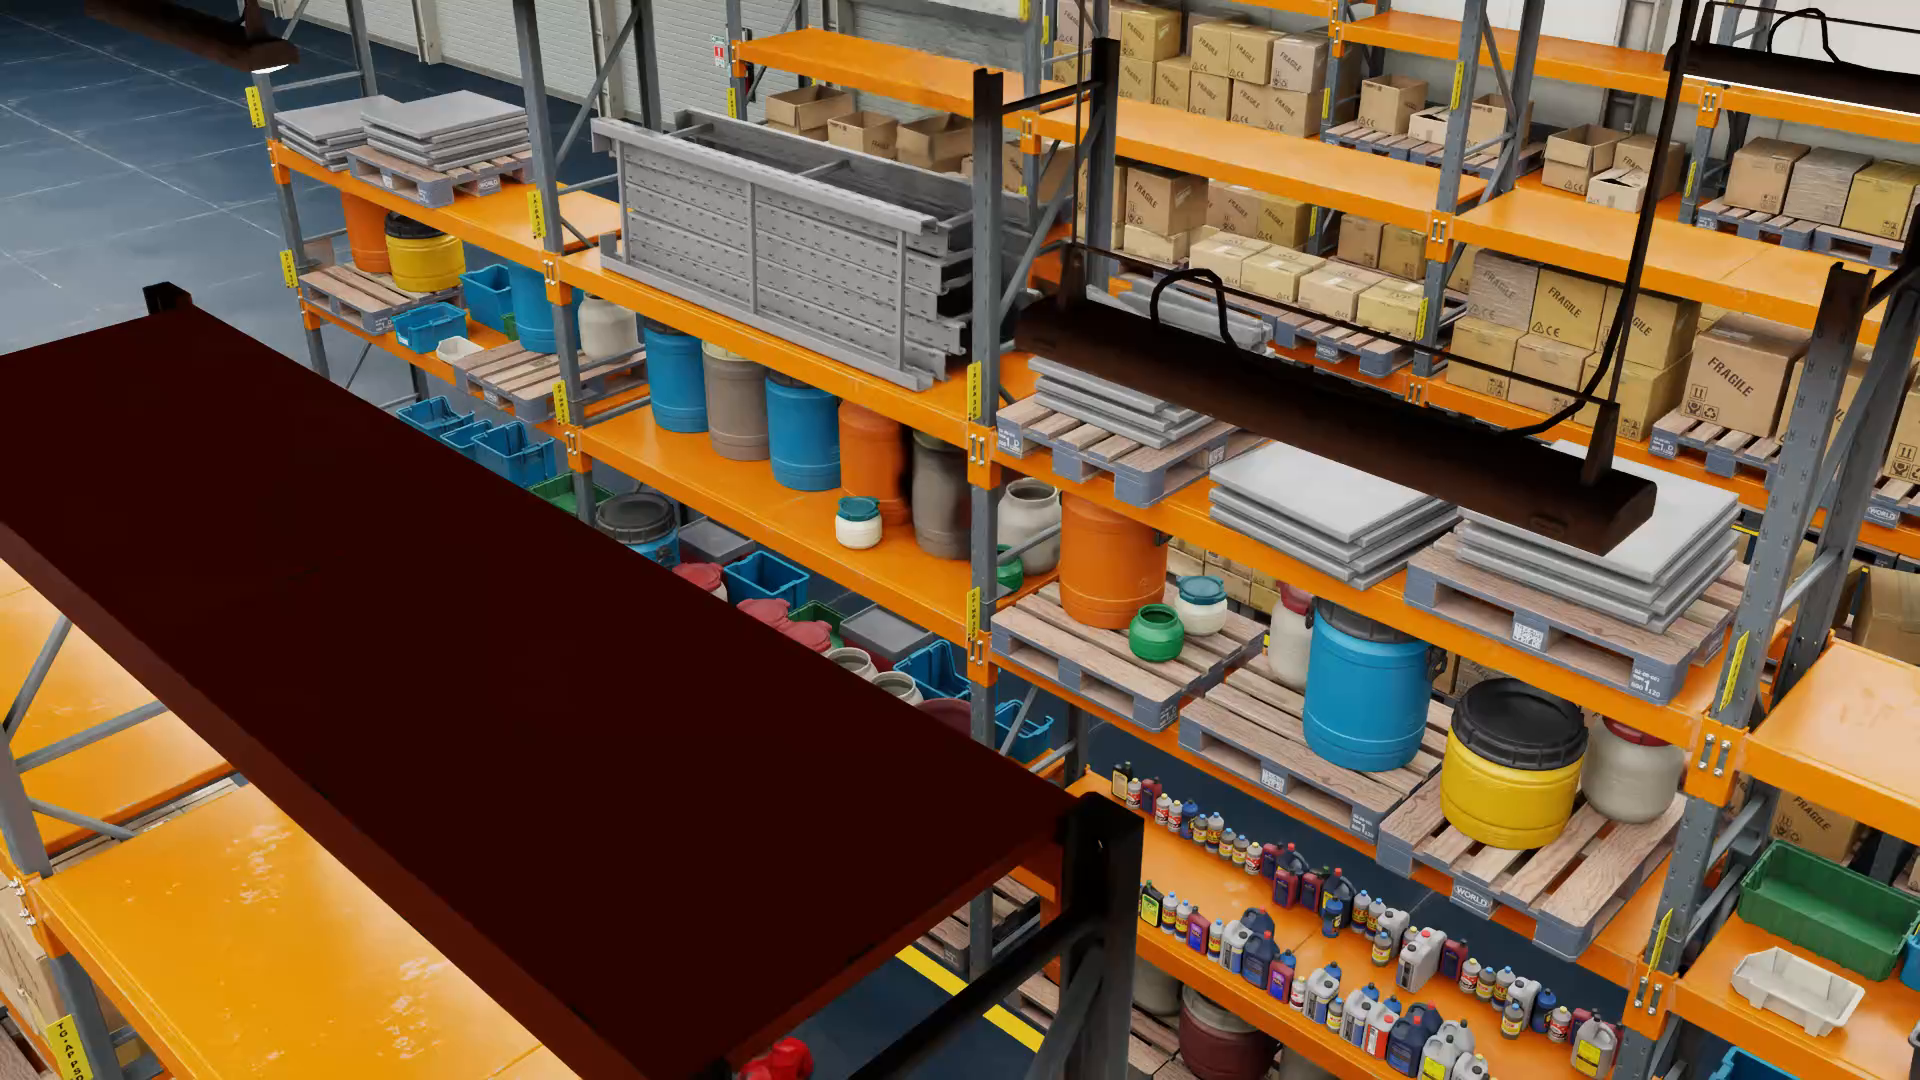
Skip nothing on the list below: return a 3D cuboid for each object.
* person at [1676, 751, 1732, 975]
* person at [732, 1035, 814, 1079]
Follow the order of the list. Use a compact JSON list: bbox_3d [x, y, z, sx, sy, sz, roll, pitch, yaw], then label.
[{"bbox_3d":[4.581,2.101,10.774,0.781,1.784,0.638,17,33,27],"label":"person"},{"bbox_3d":[-1.002,3.154,8.710,0.738,1.672,0.650,23,36,34],"label":"person"}]
